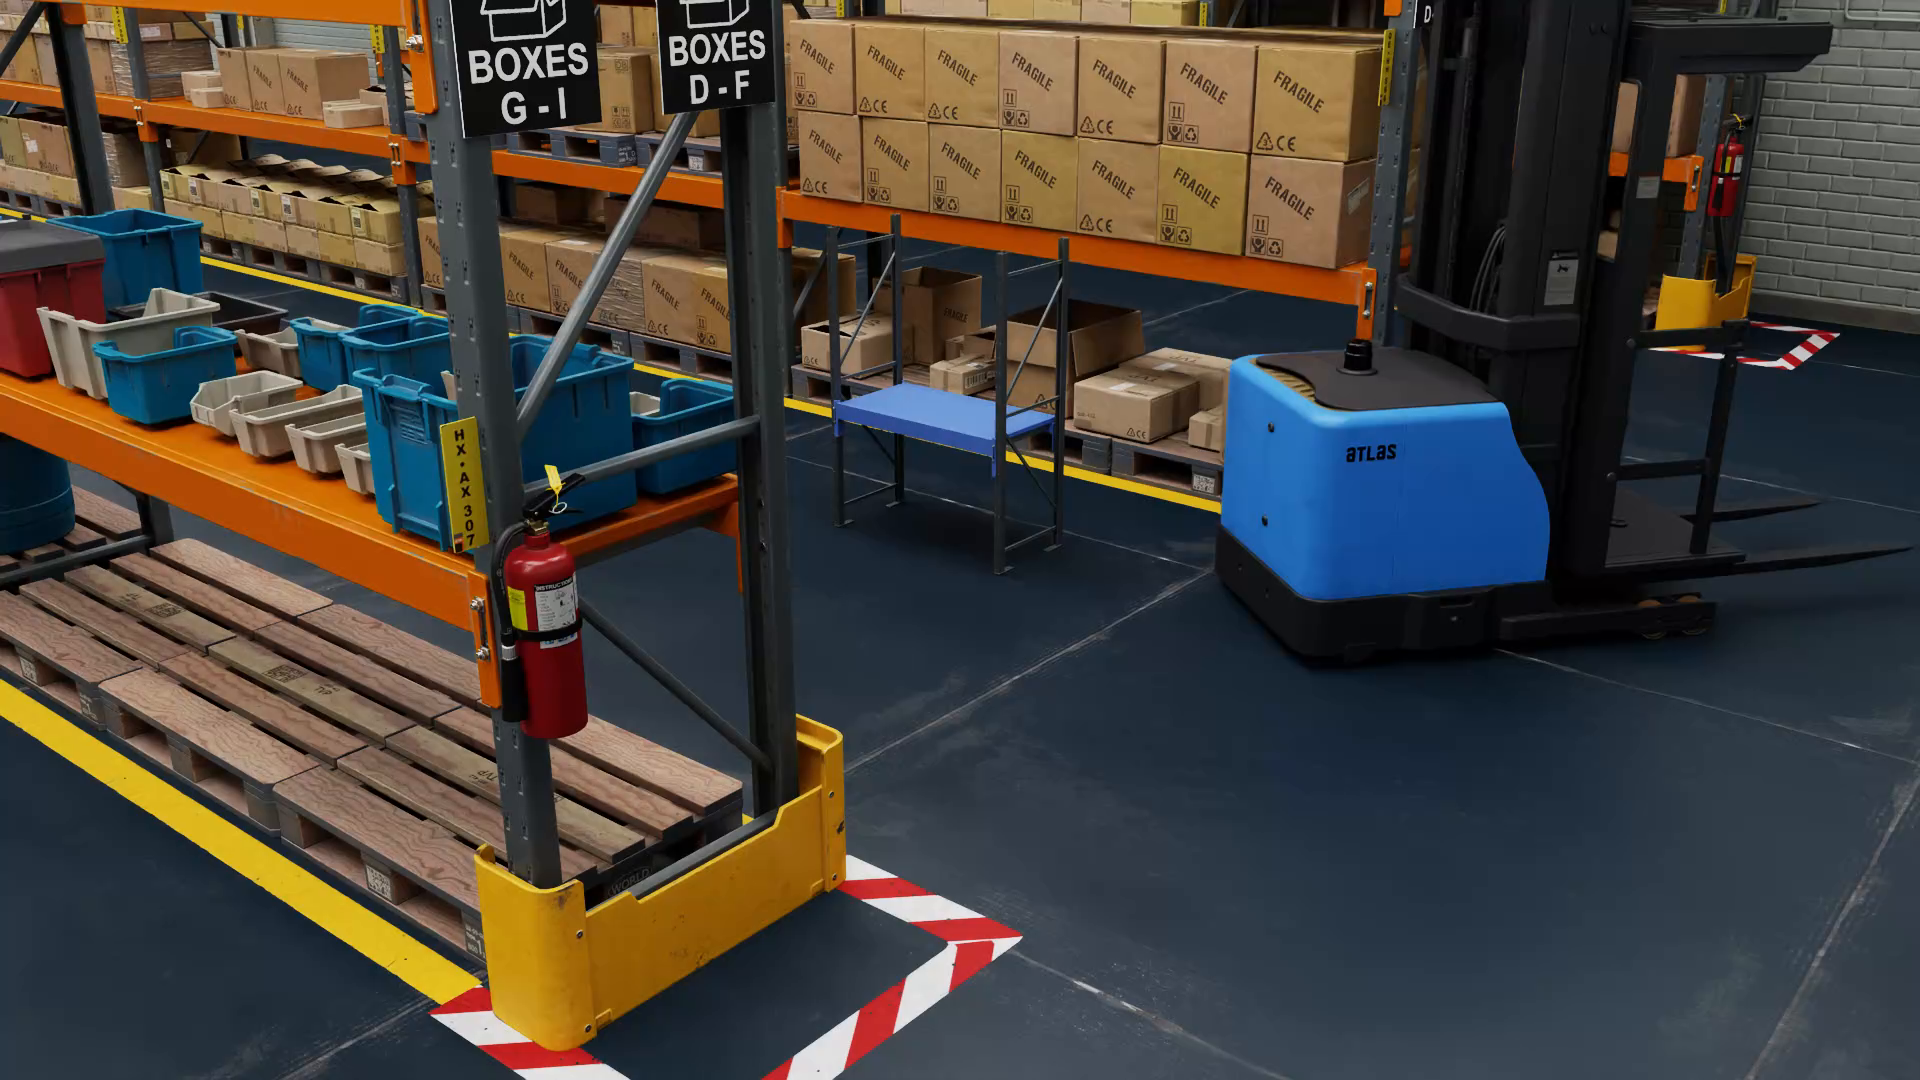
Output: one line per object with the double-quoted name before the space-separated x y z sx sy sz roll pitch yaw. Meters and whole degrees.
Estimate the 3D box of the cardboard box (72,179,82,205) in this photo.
"cardboard box" -8.303 -3.416 16.276 0.500 0.250 0.500 16 26 36

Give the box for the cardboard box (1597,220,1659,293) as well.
"cardboard box" 4.793 -2.074 12.363 0.500 0.500 0.700 16 26 36

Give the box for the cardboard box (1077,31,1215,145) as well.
"cardboard box" 0.954 -2.329 8.533 0.500 0.500 0.500 17 26 38

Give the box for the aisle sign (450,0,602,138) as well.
"aisle sign" -0.995 -1.330 3.759 0.004 0.787 0.394 16 26 36

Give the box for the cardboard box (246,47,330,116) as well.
"cardboard box" -5.647 -3.882 14.069 0.500 0.500 0.500 16 26 36

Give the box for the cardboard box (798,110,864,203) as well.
"cardboard box" -0.607 -2.314 9.911 0.500 0.500 0.500 17 26 38

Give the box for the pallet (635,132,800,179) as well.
"pallet" -1.380 -2.574 11.014 1.213 0.211 1.003 16 26 36

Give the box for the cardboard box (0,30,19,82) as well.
"cardboard box" -9.363 -4.956 16.917 0.500 0.500 0.700 17 26 38

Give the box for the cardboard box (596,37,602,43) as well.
"cardboard box" -4.127 -5.698 19.211 0.500 0.250 0.500 16 26 37

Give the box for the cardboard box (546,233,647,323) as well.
"cardboard box" -2.555 -1.861 11.770 0.500 0.500 0.500 15 25 35

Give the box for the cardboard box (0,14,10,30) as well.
"cardboard box" -9.366 -5.165 16.553 0.250 0.149 0.380 16 26 35

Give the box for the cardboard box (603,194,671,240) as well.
"cardboard box" -2.214 -2.352 12.010 0.500 0.250 0.500 15 26 35

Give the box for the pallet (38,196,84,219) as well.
"pallet" -8.567 -3.396 16.875 1.213 0.211 1.003 16 26 36

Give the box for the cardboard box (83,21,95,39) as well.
"cardboard box" -7.973 -4.764 15.490 0.250 0.149 0.380 16 26 36

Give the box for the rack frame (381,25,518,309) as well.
"rack frame" -3.929 -3.348 12.795 0.127 3.000 1.000 16 26 36

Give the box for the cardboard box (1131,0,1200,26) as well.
"cardboard box" 1.776 -4.391 13.906 0.500 0.250 0.500 17 26 38

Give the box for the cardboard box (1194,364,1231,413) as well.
"cardboard box" 1.640 -0.793 9.292 0.500 0.250 0.500 16 26 36

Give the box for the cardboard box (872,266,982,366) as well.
"cardboard box" -0.209 -1.442 10.660 0.500 0.500 0.500 16 26 36

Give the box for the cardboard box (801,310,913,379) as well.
"cardboard box" -0.641 -1.250 10.420 0.500 0.311 0.500 16 26 36

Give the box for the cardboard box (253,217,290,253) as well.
"cardboard box" -5.680 -2.649 14.244 0.500 0.250 0.500 17 26 37

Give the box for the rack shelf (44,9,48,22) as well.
"rack shelf" -5.514 -2.615 7.621 4.000 0.370 1.077 16 26 36

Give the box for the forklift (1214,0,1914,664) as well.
"forklift" 2.733 -1.126 7.001 3.031 2.935 1.130 -5 21 -12

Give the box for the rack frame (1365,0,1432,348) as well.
"rack frame" 2.269 -1.563 8.062 0.127 3.000 1.000 16 26 36

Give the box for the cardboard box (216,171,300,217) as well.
"cardboard box" -6.079 -3.024 14.443 0.500 0.311 0.500 15 25 35

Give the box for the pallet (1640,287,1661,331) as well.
"pallet" 4.730 -1.770 12.563 1.213 0.211 1.003 16 26 36

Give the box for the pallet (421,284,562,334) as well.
"pallet" -3.374 -1.866 12.817 1.213 0.211 1.003 16 26 36

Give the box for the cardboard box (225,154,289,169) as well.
"cardboard box" -6.532 -3.401 15.441 0.500 0.311 0.500 16 26 36

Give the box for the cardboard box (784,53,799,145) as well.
"cardboard box" -1.055 -2.865 10.779 0.500 0.500 0.700 7 22 18

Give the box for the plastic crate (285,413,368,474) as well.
"plastic crate" -1.827 -0.315 5.042 0.243 0.136 0.396 16 26 36

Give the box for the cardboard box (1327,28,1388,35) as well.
"cardboard box" 3.272 -3.661 13.200 0.700 0.700 0.980 15 25 35

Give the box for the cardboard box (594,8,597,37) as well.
"cardboard box" -4.460 -5.906 18.700 0.500 0.500 0.500 16 26 36

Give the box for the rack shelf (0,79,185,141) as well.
"rack shelf" -8.577 -4.350 16.471 4.000 0.370 1.077 16 26 36

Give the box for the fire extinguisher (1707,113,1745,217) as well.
"fire extinguisher" 5.224 -2.547 11.310 0.183 0.674 0.296 16 26 36

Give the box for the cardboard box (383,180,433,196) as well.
"cardboard box" -4.561 -2.832 13.934 0.500 0.311 0.500 15 26 35

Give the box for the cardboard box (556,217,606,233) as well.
"cardboard box" -2.655 -2.124 12.468 0.500 0.500 0.500 15 25 34

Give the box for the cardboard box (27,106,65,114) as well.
"cardboard box" -9.523 -4.355 17.705 0.500 0.500 0.500 16 26 36

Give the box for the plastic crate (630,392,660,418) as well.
"plastic crate" -1.045 -0.354 5.144 0.298 0.136 0.250 16 26 36

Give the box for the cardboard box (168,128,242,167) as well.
"cardboard box" -7.189 -3.690 15.941 0.500 0.500 0.500 16 26 36

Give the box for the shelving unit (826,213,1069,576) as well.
"shelving unit" -0.066 -0.721 7.954 1.048 1.500 0.538 16 26 36

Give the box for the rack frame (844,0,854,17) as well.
"rack frame" -0.799 -4.703 16.388 0.127 3.000 1.000 16 26 36

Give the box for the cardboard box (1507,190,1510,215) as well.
"cardboard box" 4.232 -2.629 12.917 0.250 0.149 0.380 17 26 37

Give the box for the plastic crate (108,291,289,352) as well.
"plastic crate" -2.928 -0.825 6.410 0.590 0.125 0.437 16 26 36

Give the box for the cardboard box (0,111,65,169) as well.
"cardboard box" -9.463 -4.102 17.033 0.500 0.500 0.500 16 26 36

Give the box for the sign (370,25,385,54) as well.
"sign" -4.277 -3.737 12.186 0.005 0.325 0.100 16 26 36

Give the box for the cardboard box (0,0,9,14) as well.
"cardboard box" -9.321 -5.551 16.657 0.500 0.500 0.700 15 25 35

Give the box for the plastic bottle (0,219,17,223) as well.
"plastic bottle" -4.366 -1.333 7.628 0.135 0.276 0.152 16 26 36

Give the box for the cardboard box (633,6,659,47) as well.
"cardboard box" -3.097 -5.598 17.997 0.700 0.500 0.500 -19 28 -41

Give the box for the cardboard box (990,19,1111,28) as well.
"cardboard box" 0.515 -2.702 9.523 0.500 0.500 0.500 16 26 37

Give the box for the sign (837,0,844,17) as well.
"sign" -1.135 -5.057 15.798 0.005 0.325 0.100 16 26 36

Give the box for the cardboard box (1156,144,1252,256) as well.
"cardboard box" 1.346 -1.750 8.416 0.500 0.500 0.500 16 26 37
